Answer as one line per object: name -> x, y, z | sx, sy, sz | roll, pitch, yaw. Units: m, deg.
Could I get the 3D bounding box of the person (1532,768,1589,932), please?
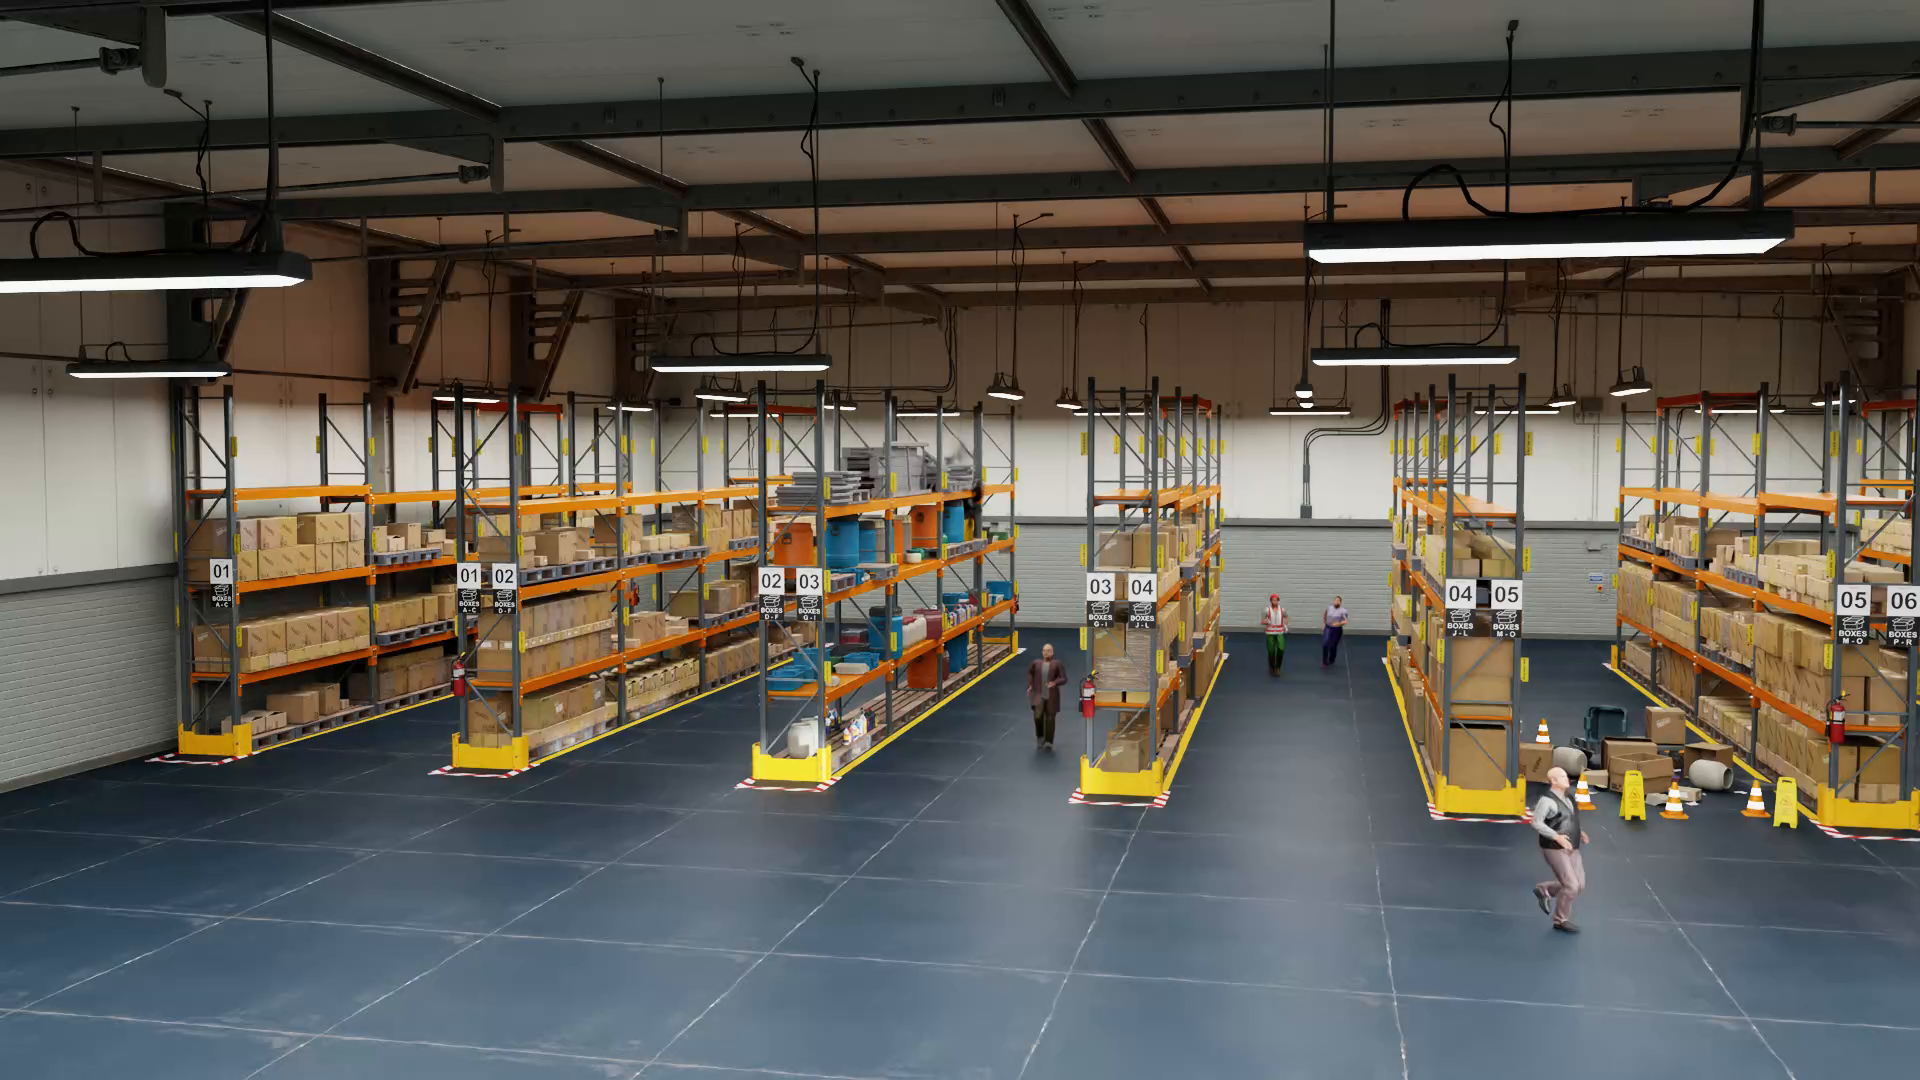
person -> 6.197, 3.197, 17.282 | 0.659, 1.671, 0.614 | -3, 4, -39

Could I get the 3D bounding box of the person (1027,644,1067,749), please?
person -> 1.410, 2.585, 27.337 | 0.691, 1.740, 0.692 | 0, 3, 9

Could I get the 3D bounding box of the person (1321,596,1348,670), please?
person -> 8.469, 2.081, 37.567 | 0.602, 1.635, 0.847 | 1, 3, 20

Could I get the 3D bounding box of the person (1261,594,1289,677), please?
person -> 6.885, 2.083, 36.309 | 0.635, 1.809, 0.682 | 0, 3, 5
